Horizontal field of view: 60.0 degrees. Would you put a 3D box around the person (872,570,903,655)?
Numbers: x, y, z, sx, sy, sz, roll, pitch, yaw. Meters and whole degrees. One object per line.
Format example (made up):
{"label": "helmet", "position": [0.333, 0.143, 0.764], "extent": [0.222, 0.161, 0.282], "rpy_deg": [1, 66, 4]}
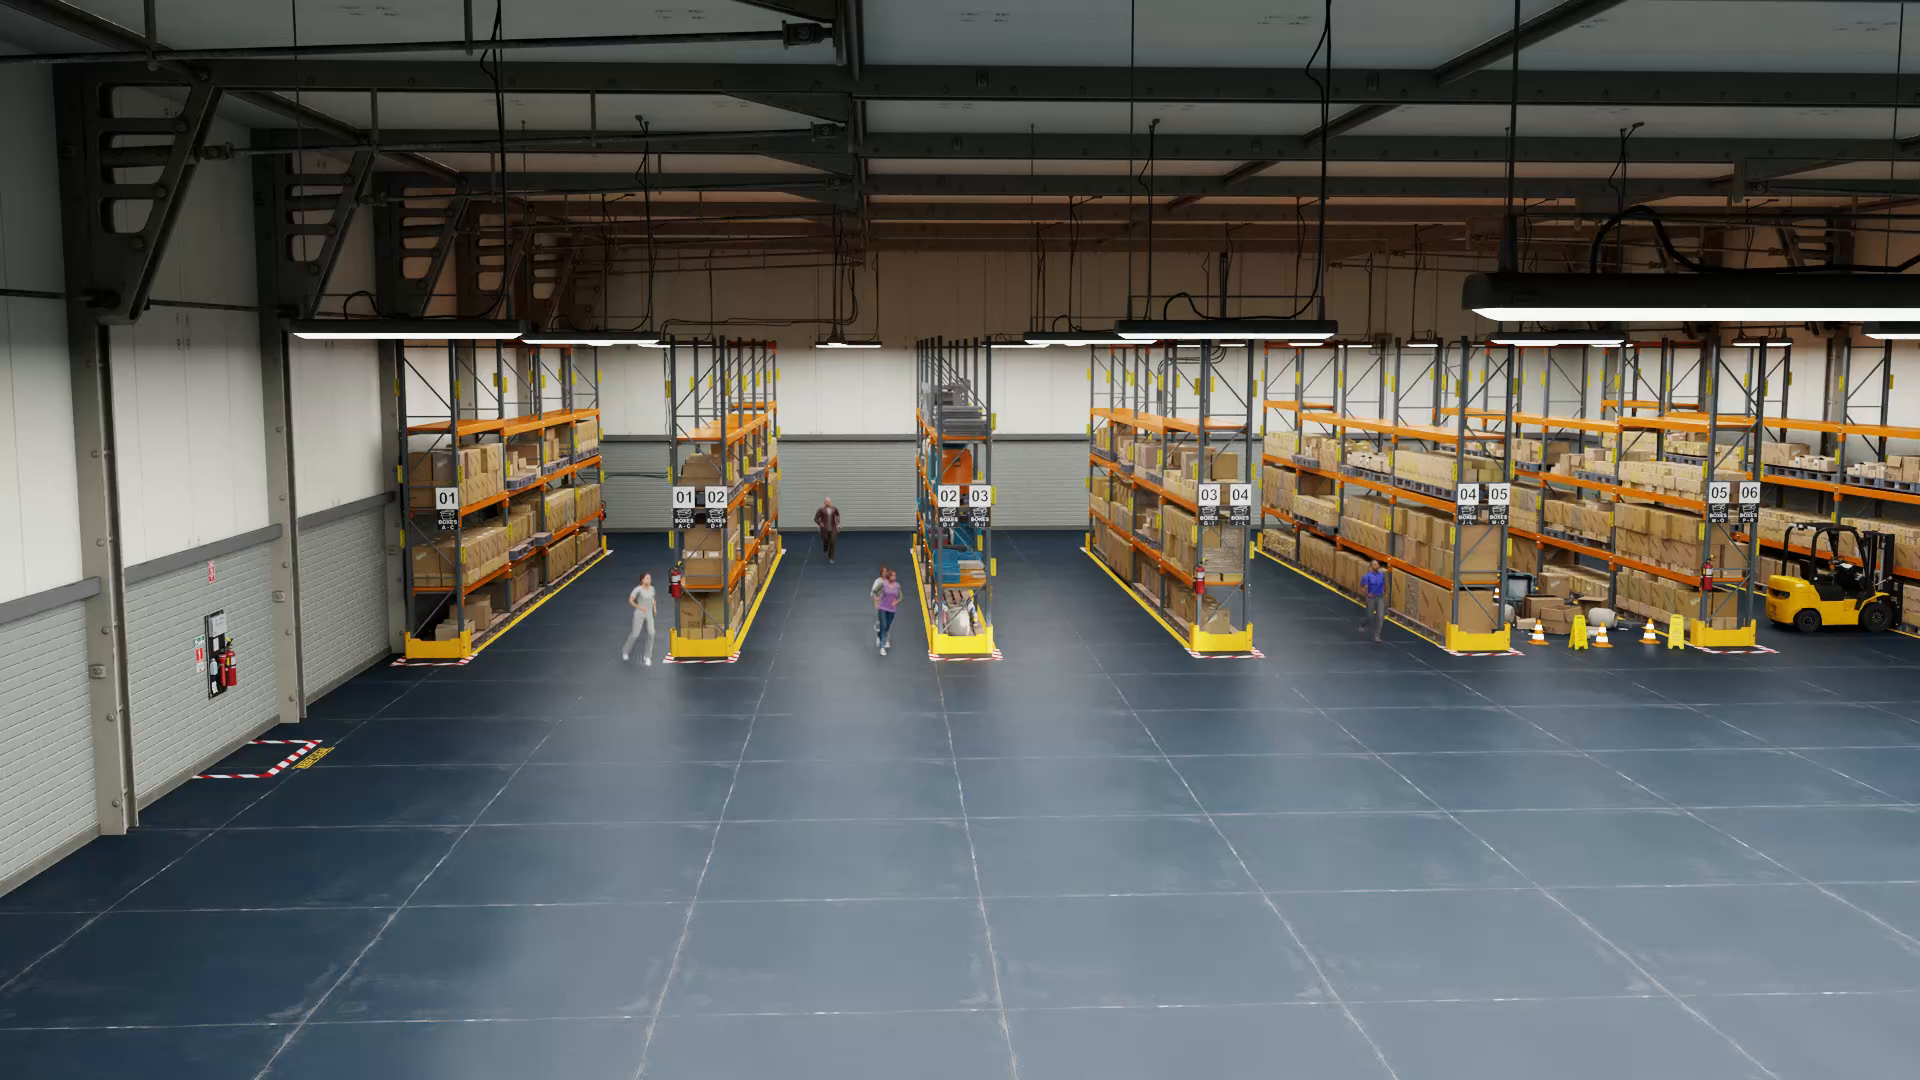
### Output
{"label": "person", "position": [-1.376, 1.348, 31.735], "extent": [0.575, 1.579, 0.817], "rpy_deg": [-2, 7, -16]}

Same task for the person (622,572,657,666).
{"label": "person", "position": [-5.817, 1.428, 30.616], "extent": [0.643, 1.684, 0.846], "rpy_deg": [-5, 8, -39]}

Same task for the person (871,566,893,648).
{"label": "person", "position": [-1.472, 1.283, 32.369], "extent": [0.536, 1.565, 0.651], "rpy_deg": [-2, 7, -20]}

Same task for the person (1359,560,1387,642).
{"label": "person", "position": [8.201, 1.194, 32.947], "extent": [0.615, 1.592, 0.681], "rpy_deg": [-1, 7, -13]}

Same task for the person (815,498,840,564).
{"label": "person", "position": [-3.577, -0.261, 45.134], "extent": [0.725, 1.780, 0.927], "rpy_deg": [-2, 7, -15]}
